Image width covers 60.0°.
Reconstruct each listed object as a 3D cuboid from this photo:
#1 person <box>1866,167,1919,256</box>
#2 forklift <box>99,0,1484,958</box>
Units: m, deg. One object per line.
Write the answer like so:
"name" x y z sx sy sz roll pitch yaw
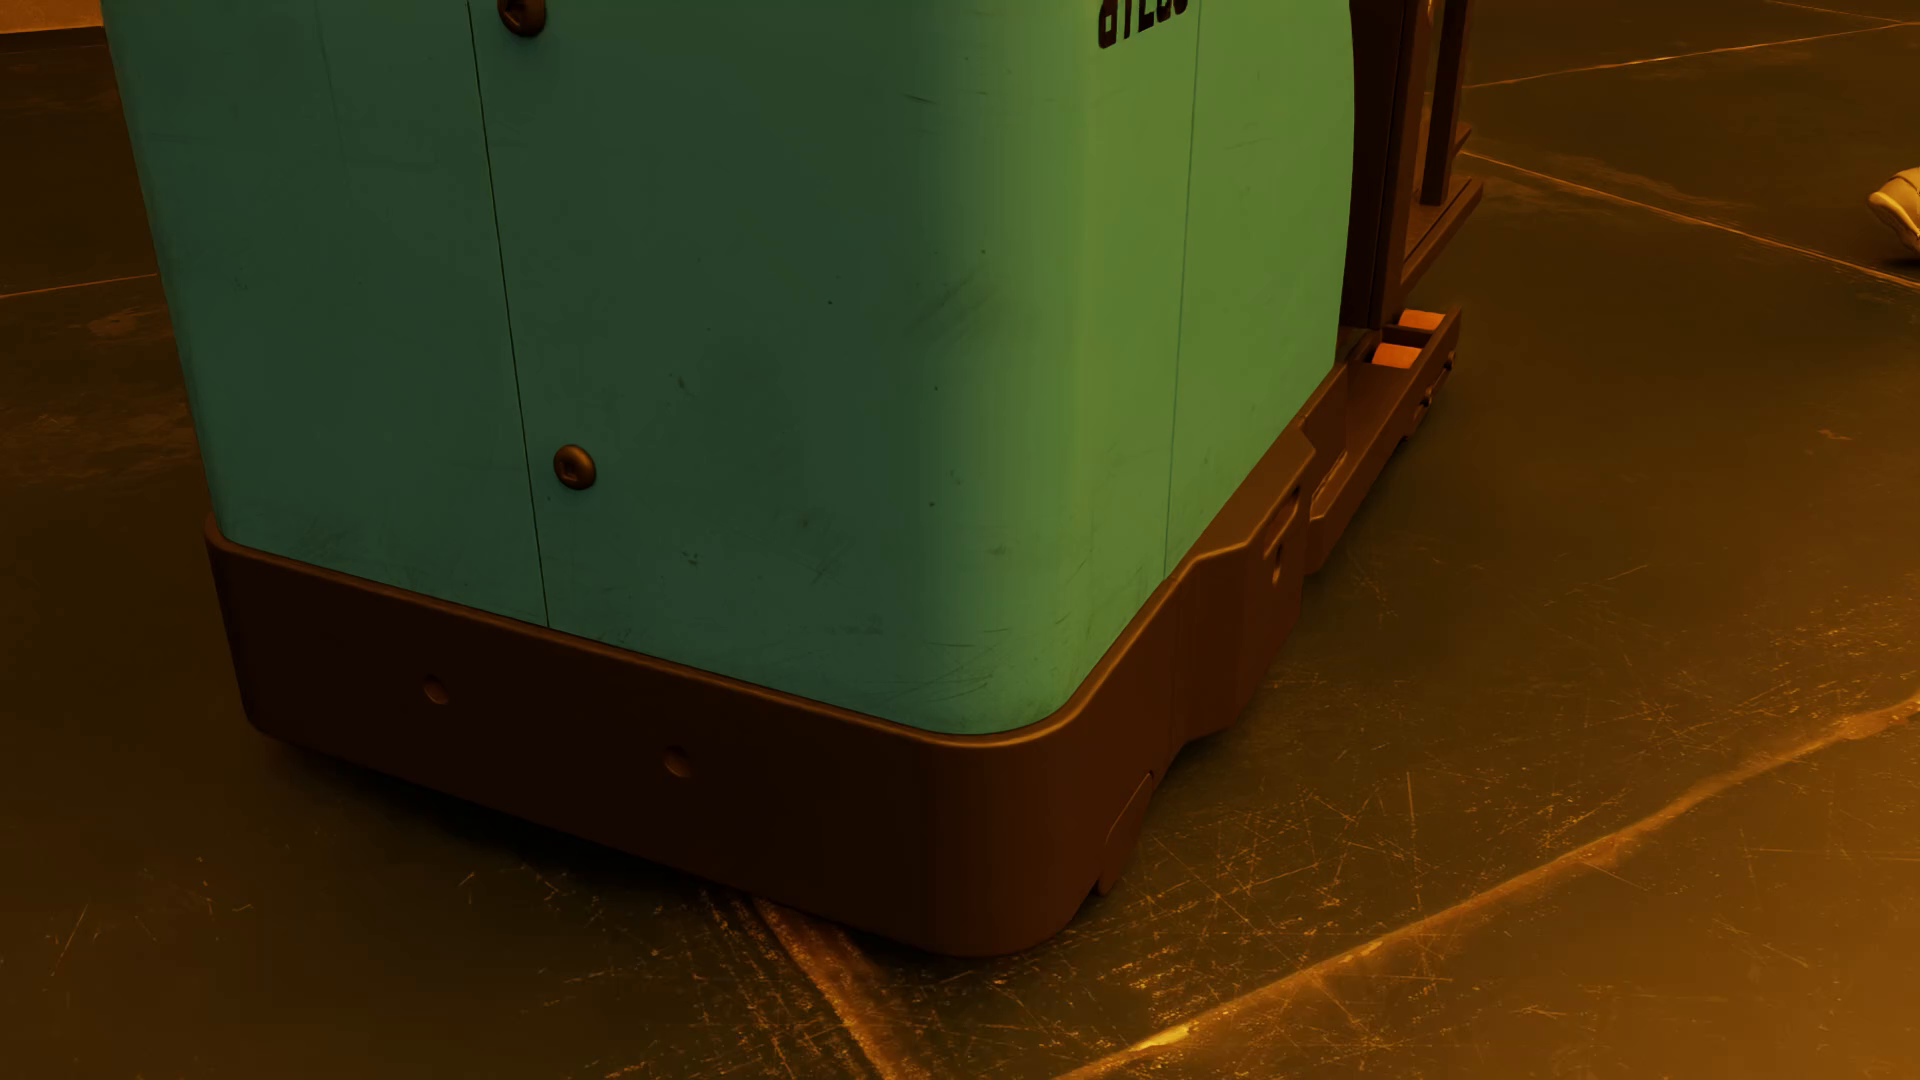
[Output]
"person" 2.251 -1.394 3.734 0.885 1.389 0.964 -19 32 -32
"forklift" 0.250 -1.553 2.321 1.130 2.935 3.031 12 29 23
